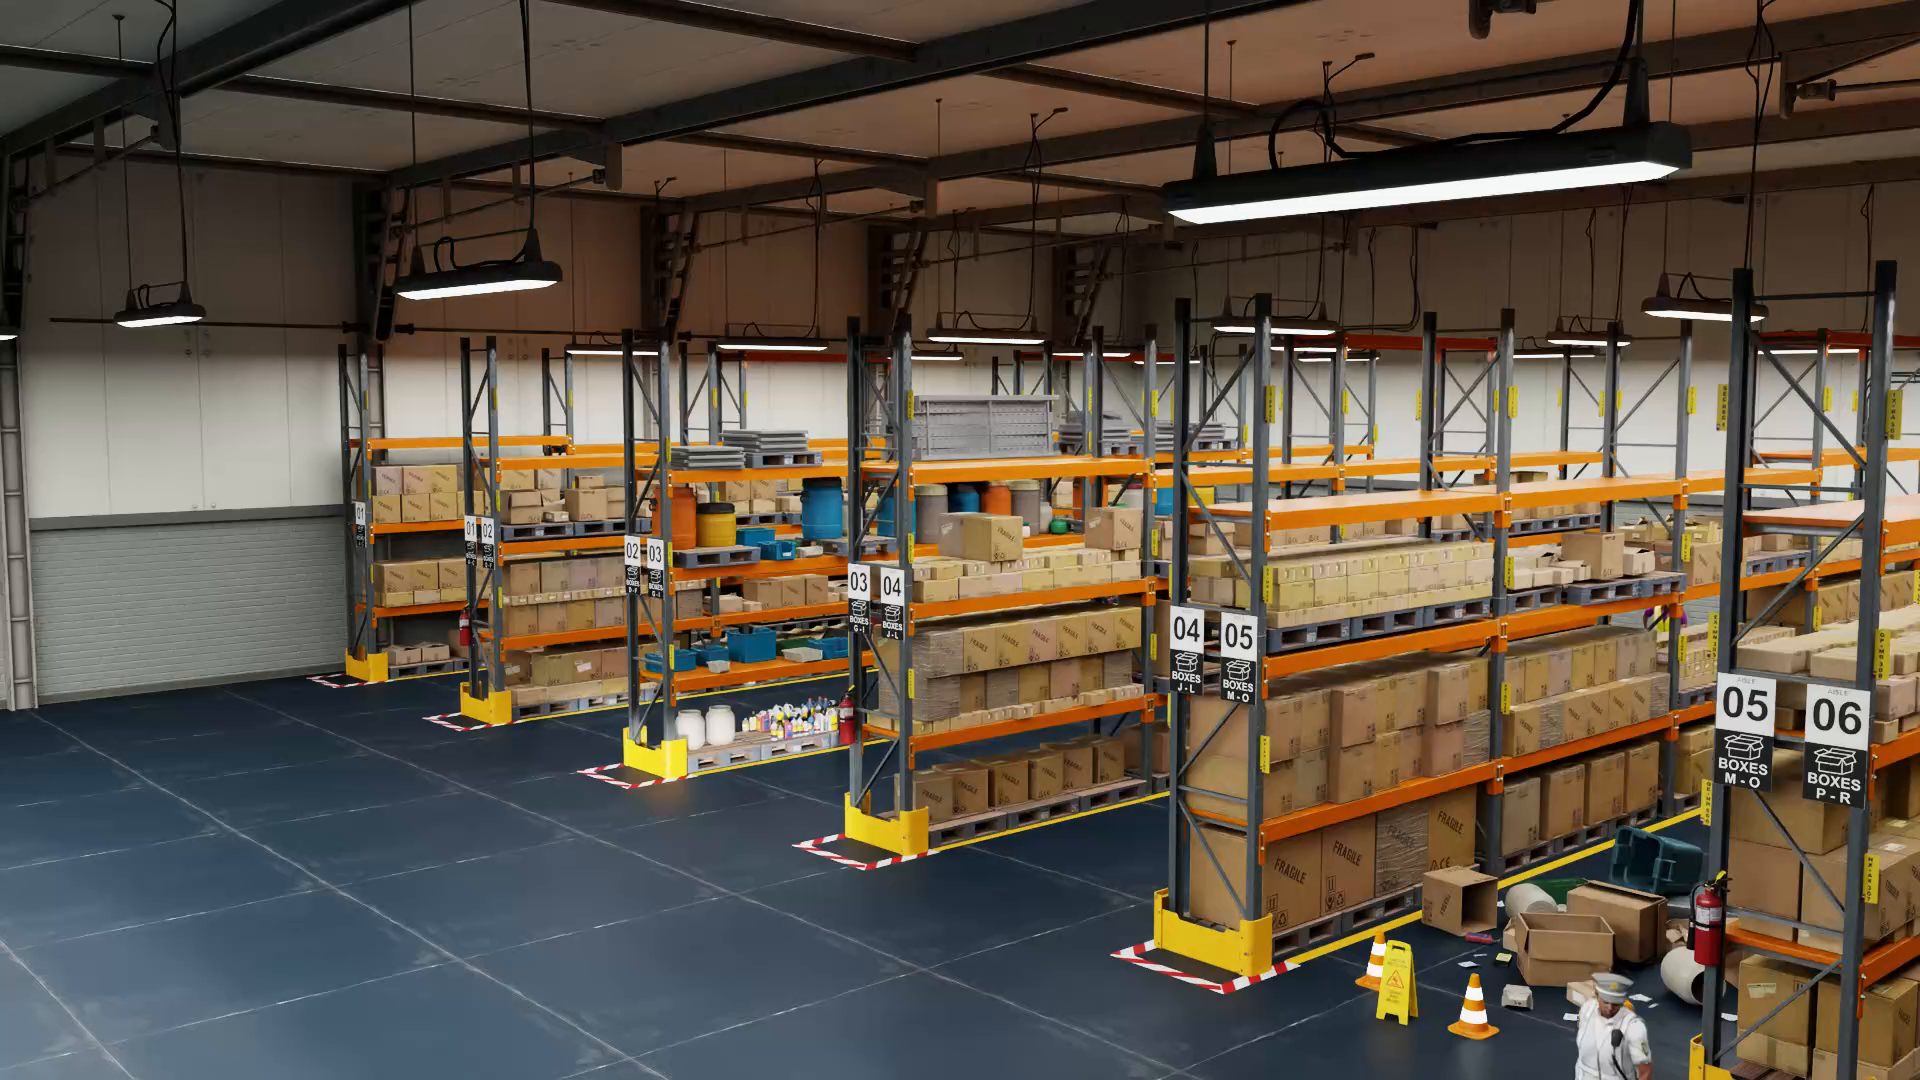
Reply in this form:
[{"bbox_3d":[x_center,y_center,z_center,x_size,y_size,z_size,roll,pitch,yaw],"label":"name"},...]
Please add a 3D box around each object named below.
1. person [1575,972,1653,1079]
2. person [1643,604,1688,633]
[{"bbox_3d":[4.039,3.437,10.331,0.555,1.610,0.728,4,7,39],"label":"person"},{"bbox_3d":[12.088,1.734,28.529,0.694,1.780,0.923,2,5,18],"label":"person"}]
